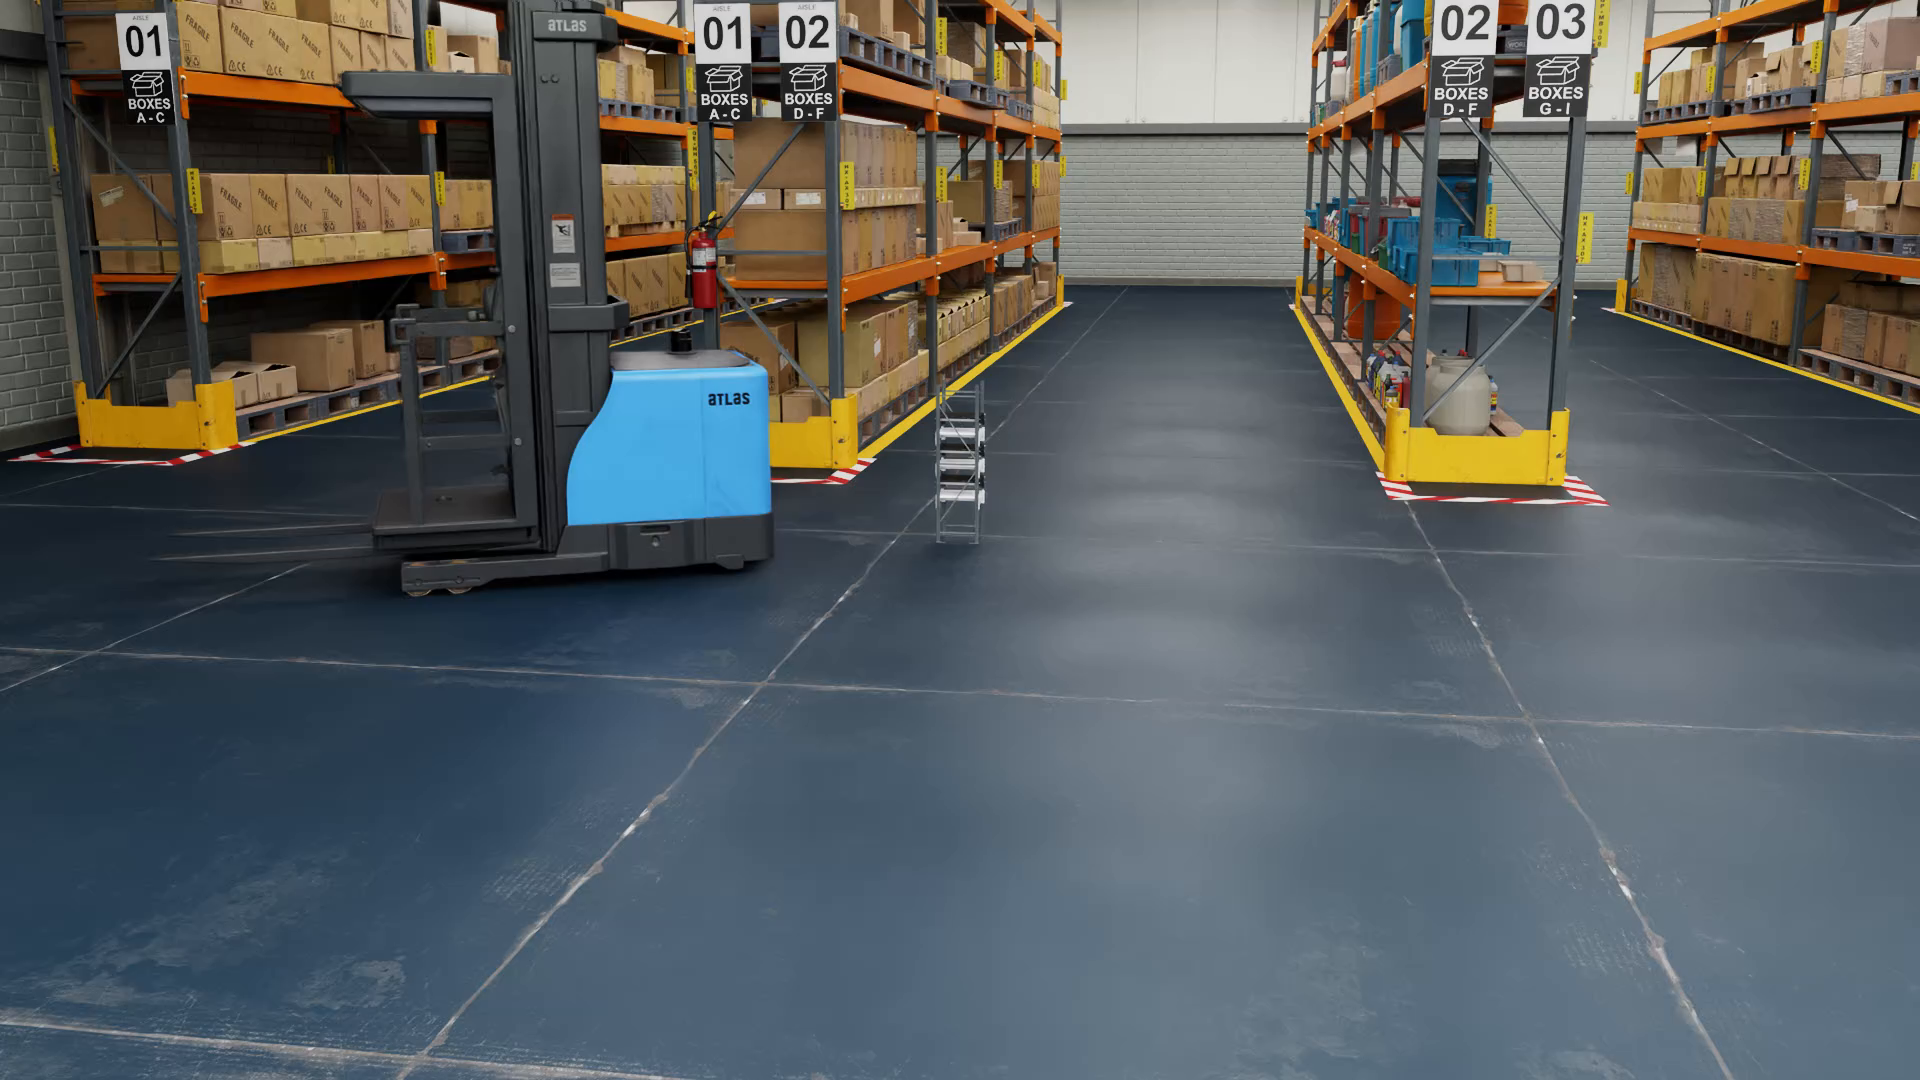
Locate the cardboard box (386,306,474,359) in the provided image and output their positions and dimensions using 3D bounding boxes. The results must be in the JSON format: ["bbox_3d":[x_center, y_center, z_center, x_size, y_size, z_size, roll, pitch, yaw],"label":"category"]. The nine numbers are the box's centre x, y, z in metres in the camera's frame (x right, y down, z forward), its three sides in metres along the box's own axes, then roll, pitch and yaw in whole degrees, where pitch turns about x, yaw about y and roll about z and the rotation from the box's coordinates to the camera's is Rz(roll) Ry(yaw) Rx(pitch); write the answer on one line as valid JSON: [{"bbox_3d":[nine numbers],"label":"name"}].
[{"bbox_3d":[-5.519,-2.169,17.328,0.700,0.500,0.500,2,12,11],"label":"cardboard box"}]

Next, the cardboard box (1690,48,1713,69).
[{"bbox_3d":[10.593,-6.755,23.345,0.500,0.250,0.500,1,12,7],"label":"cardboard box"}]

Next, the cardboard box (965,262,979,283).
[{"bbox_3d":[-0.035,-3.482,21.641,0.500,0.250,0.500,2,12,8],"label":"cardboard box"}]

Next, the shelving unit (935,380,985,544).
[{"bbox_3d":[0.001,-0.442,9.406,0.258,0.900,0.210,2,12,9],"label":"shelving unit"}]

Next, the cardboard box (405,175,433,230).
[{"bbox_3d":[-5.383,-3.217,15.830,0.500,0.500,0.500,2,12,9],"label":"cardboard box"}]

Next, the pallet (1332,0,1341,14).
[{"bbox_3d":[5.307,-6.838,21.262,1.003,0.211,1.213,2,12,9],"label":"pallet"}]

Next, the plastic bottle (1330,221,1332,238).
[{"bbox_3d":[4.719,-3.935,20.939,0.097,0.271,0.097,0,12,0],"label":"plastic bottle"}]

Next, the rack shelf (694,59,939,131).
[{"bbox_3d":[-1.028,-3.561,13.485,1.077,0.370,4.000,2,12,9],"label":"rack shelf"}]

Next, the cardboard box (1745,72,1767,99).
[{"bbox_3d":[10.040,-5.609,20.494,0.500,0.311,0.500,1,12,7],"label":"cardboard box"}]

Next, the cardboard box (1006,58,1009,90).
[{"bbox_3d":[0.360,-6.195,22.527,0.600,0.600,0.600,1,12,3],"label":"cardboard box"}]

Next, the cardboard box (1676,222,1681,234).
[{"bbox_3d":[10.140,-4.318,23.007,0.380,0.149,0.250,2,12,10],"label":"cardboard box"}]

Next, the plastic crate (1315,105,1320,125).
[{"bbox_3d":[5.373,-6.156,24.102,0.437,0.282,0.530,2,12,9],"label":"plastic crate"}]

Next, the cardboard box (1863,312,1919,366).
[{"bbox_3d":[9.447,-1.993,16.508,0.700,0.500,0.500,3,13,13],"label":"cardboard box"}]

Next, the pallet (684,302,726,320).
[{"bbox_3d":[-4.191,-3.480,25.142,1.003,0.211,1.213,2,12,9],"label":"pallet"}]

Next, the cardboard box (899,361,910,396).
[{"bbox_3d":[-0.725,-1.412,14.455,0.500,0.250,0.500,2,12,9],"label":"cardboard box"}]

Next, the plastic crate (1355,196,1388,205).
[{"bbox_3d":[5.789,-4.605,23.448,0.402,0.464,0.583,2,12,9],"label":"plastic crate"}]

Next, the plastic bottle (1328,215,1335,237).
[{"bbox_3d":[4.814,-4.029,21.365,0.152,0.276,0.135,2,12,9],"label":"plastic bottle"}]

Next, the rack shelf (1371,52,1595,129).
[{"bbox_3d":[3.866,-3.400,12.736,1.077,0.370,4.000,2,12,9],"label":"rack shelf"}]

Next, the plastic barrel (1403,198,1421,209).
[{"bbox_3d":[4.717,-3.203,16.912,0.433,0.535,0.433,0,12,0],"label":"plastic barrel"}]

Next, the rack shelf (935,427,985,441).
[{"bbox_3d":[0.001,-0.585,9.376,0.258,0.077,0.200,2,12,9],"label":"rack shelf"}]

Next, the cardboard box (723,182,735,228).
[{"bbox_3d":[-4.066,-5.250,26.024,0.980,0.700,0.700,1,12,6],"label":"cardboard box"}]

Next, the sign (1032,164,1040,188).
[{"bbox_3d":[1.059,-5.077,23.182,0.100,0.325,0.005,2,12,9],"label":"sign"}]

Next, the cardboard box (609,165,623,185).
[{"bbox_3d":[-4.594,-4.624,21.058,0.500,0.250,0.500,2,12,8],"label":"cardboard box"}]

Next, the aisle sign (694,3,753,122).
[{"bbox_3d":[-1.636,-3.297,11.500,0.394,0.787,0.004,2,12,9],"label":"aisle sign"}]

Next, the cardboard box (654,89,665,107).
[{"bbox_3d":[-4.512,-6.485,24.467,0.500,0.250,0.500,2,12,9],"label":"cardboard box"}]

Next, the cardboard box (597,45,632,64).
[{"bbox_3d":[-4.720,-6.490,22.308,0.500,0.250,0.500,1,12,7],"label":"cardboard box"}]

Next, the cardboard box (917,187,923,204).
[{"bbox_3d":[-0.550,-3.165,15.283,0.380,0.149,0.250,2,12,9],"label":"cardboard box"}]

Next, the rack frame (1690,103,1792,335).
[{"bbox_3d":[10.298,-4.206,21.891,1.000,3.000,0.127,2,12,9],"label":"rack frame"}]

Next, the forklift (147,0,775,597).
[{"bbox_3d":[-2.551,-1.277,8.464,3.031,2.935,1.130,-4,13,-16],"label":"forklift"}]

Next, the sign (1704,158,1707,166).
[{"bbox_3d":[11.447,-5.700,25.513,0.100,0.325,0.005,2,12,9],"label":"sign"}]

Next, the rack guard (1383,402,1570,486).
[{"bbox_3d":[3.524,-0.664,11.389,1.175,0.500,0.348,2,12,9],"label":"rack guard"}]

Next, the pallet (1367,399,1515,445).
[{"bbox_3d":[3.844,-0.945,13.378,1.003,0.211,1.213,2,12,9],"label":"pallet"}]

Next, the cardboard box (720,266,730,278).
[{"bbox_3d":[-4.007,-4.035,26.032,0.700,0.500,0.500,2,12,10],"label":"cardboard box"}]

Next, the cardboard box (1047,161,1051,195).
[{"bbox_3d":[1.098,-5.477,25.175,0.500,0.500,0.500,2,12,10],"label":"cardboard box"}]

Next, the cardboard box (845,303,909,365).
[{"bbox_3d":[-0.737,-1.779,14.378,0.500,0.500,0.500,2,12,9],"label":"cardboard box"}]

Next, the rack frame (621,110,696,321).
[{"bbox_3d":[-4.385,-4.688,24.125,1.000,3.000,0.127,2,12,9],"label":"rack frame"}]

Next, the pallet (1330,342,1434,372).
[{"bbox_3d":[4.631,-2.011,18.324,1.003,0.211,1.213,2,12,9],"label":"pallet"}]

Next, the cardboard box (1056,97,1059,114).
[{"bbox_3d":[1.298,-6.883,26.361,0.500,0.250,0.500,2,12,9],"label":"cardboard box"}]

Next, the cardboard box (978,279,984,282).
[{"bbox_3d":[0.040,-3.213,22.172,0.500,0.500,0.500,2,12,9],"label":"cardboard box"}]

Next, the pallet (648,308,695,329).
[{"bbox_3d":[-4.429,-3.162,23.663,1.003,0.211,1.213,2,12,9],"label":"pallet"}]

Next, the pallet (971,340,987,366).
[{"bbox_3d":[-0.270,-2.162,19.025,1.003,0.211,1.213,2,12,9],"label":"pallet"}]

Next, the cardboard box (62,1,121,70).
[{"bbox_3d":[-6.417,-3.810,12.647,0.500,0.500,0.500,3,12,13],"label":"cardboard box"}]

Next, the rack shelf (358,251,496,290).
[{"bbox_3d":[-5.308,-3.087,18.406,1.077,0.370,4.000,2,12,9],"label":"rack shelf"}]

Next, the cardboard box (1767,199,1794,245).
[{"bbox_3d":[9.596,-3.637,19.012,0.500,0.500,0.500,2,12,8],"label":"cardboard box"}]

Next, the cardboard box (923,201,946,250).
[{"bbox_3d":[-0.428,-3.285,17.378,0.500,0.500,0.500,2,12,9],"label":"cardboard box"}]

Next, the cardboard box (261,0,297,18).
[{"bbox_3d":[-5.737,-4.486,13.410,0.500,0.500,0.500,2,12,10],"label":"cardboard box"}]

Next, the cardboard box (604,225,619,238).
[{"bbox_3d":[-4.549,-3.908,21.055,0.380,0.149,0.250,2,12,10],"label":"cardboard box"}]

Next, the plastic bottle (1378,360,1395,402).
[{"bbox_3d":[3.517,-1.300,13.651,0.144,0.351,0.185,2,12,11],"label":"plastic bottle"}]

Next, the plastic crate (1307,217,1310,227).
[{"bbox_3d":[5.421,-4.854,25.379,0.250,0.136,0.298,2,12,9],"label":"plastic crate"}]

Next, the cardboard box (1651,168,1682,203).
[{"bbox_3d":[10.422,-5.174,24.253,0.500,0.500,0.500,2,12,7],"label":"cardboard box"}]

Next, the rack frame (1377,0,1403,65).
[{"bbox_3d":[4.174,-5.634,14.276,1.000,3.000,0.127,2,12,9],"label":"rack frame"}]

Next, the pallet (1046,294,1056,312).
[{"bbox_3d":[0.992,-3.816,26.698,1.003,0.211,1.213,2,12,9],"label":"pallet"}]

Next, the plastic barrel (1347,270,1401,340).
[{"bbox_3d":[4.847,-2.781,19.432,0.600,0.830,0.708,2,12,9],"label":"plastic barrel"}]

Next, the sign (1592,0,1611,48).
[{"bbox_3d":[4.101,-3.321,10.641,0.100,0.325,0.005,2,12,9],"label":"sign"}]
